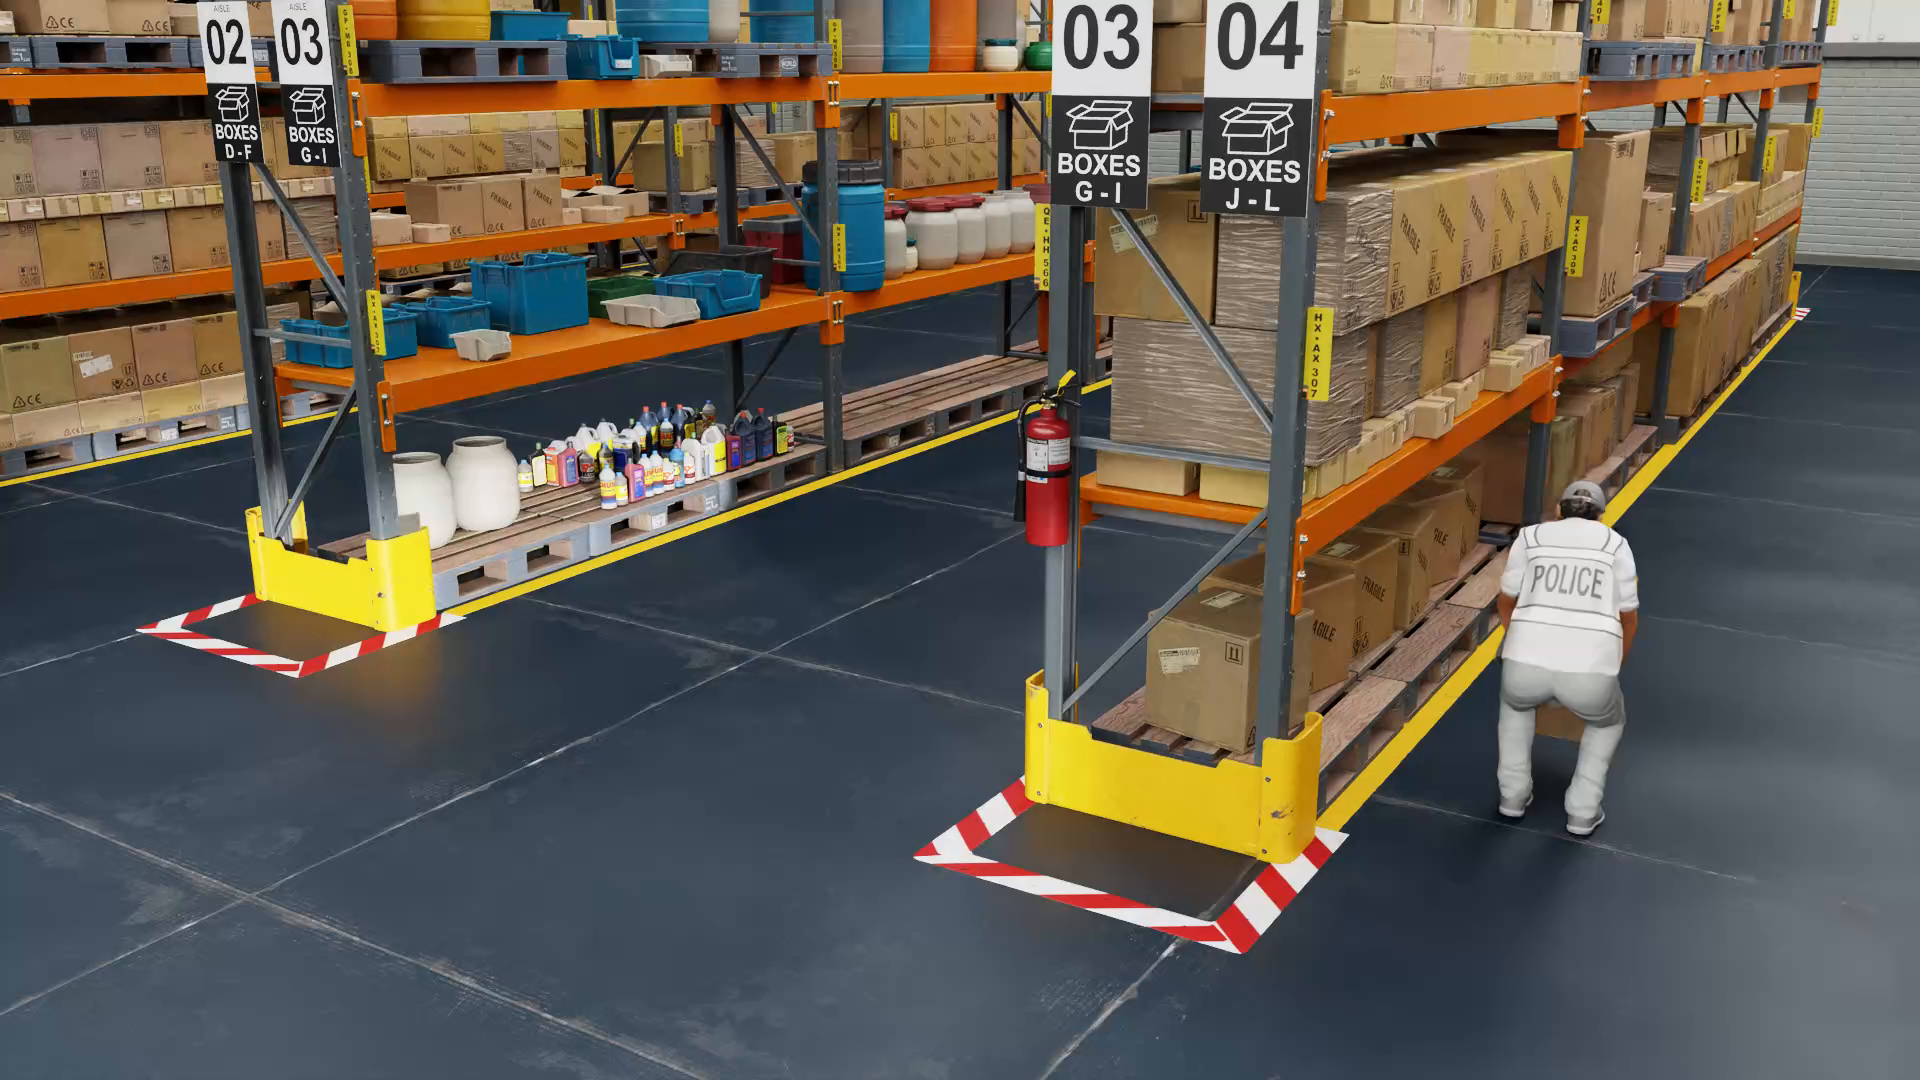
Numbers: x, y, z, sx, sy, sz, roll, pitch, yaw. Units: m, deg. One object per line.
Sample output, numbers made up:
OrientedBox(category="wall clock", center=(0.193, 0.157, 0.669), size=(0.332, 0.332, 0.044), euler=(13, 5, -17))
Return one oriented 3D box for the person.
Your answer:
OrientedBox(category="person", center=(2.362, 0.463, 6.572), size=(0.536, 1.324, 0.758), euler=(9, 19, 28))
